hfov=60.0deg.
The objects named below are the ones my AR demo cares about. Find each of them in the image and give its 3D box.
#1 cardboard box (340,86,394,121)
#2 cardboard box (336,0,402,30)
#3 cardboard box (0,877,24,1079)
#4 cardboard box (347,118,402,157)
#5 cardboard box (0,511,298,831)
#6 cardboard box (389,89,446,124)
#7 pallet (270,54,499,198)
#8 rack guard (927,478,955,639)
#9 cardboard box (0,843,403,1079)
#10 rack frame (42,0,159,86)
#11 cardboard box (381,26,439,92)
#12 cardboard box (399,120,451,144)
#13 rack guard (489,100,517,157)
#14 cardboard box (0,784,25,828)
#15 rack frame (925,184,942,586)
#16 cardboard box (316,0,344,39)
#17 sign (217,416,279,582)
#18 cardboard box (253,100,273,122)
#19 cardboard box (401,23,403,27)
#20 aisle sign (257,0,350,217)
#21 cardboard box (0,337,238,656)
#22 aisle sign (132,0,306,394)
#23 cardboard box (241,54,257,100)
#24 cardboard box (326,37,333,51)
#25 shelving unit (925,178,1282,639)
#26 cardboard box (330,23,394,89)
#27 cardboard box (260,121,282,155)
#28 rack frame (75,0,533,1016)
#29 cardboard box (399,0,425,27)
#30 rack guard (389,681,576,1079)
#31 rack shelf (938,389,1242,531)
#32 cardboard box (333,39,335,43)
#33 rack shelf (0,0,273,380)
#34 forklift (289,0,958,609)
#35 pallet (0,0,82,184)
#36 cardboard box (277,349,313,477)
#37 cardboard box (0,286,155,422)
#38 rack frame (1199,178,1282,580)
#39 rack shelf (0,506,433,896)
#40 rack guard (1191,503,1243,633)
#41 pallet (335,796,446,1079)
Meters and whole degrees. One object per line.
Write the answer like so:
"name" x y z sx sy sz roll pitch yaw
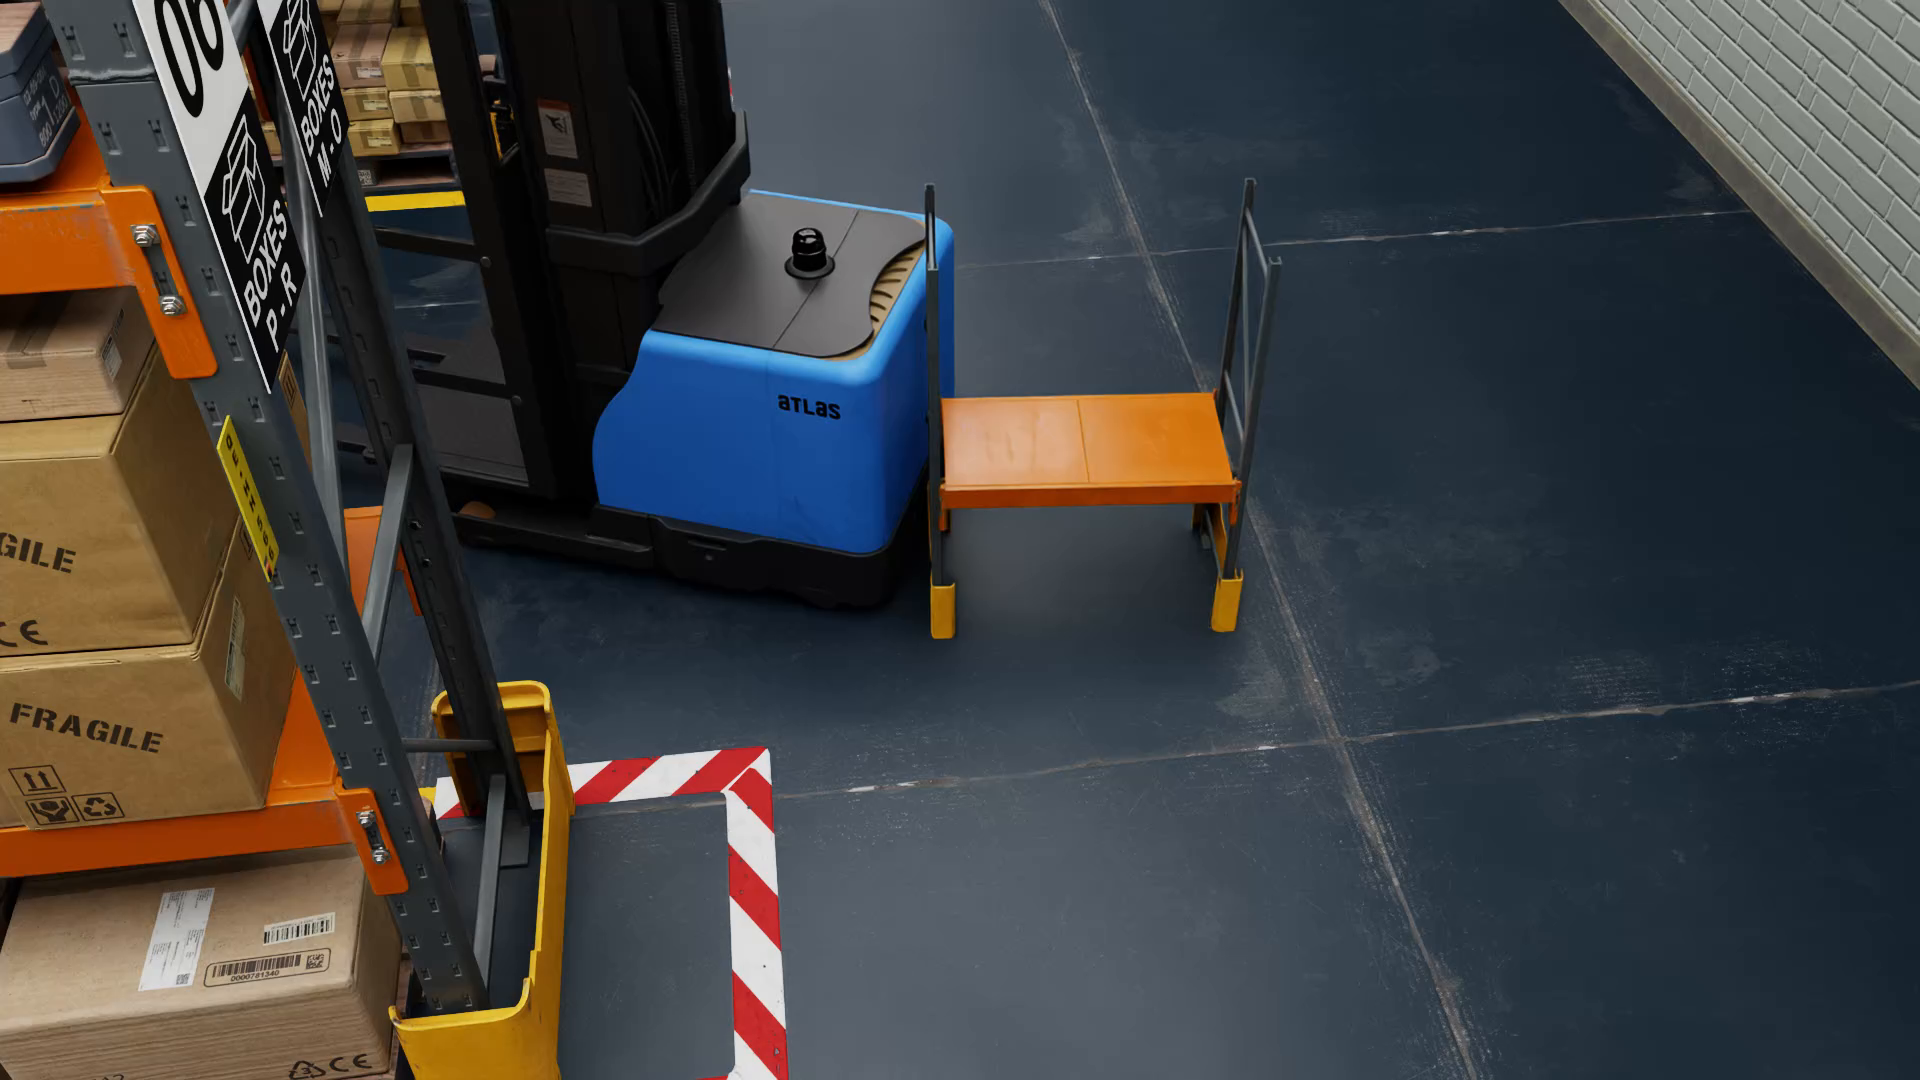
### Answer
"cardboard box" -2.854 -2.181 8.021 0.250 0.149 0.380 -6 42 -7
"cardboard box" -2.923 -2.590 8.253 0.250 0.149 0.380 -4 42 -5
"cardboard box" -2.907 1.087 4.404 0.875 0.438 0.875 -4 42 -4
"cardboard box" -2.838 -2.019 8.064 0.250 0.149 0.380 -4 42 -4
"cardboard box" -1.803 0.264 3.643 0.500 0.500 0.500 -5 42 -5
"cardboard box" -2.588 -2.168 8.007 0.250 0.149 0.380 -6 42 -7
"pallet" -2.987 -2.106 8.428 1.213 0.211 1.003 -5 42 -6
"rack guard" -0.068 0.060 5.997 0.087 0.250 0.587 -1 42 -1
"cardboard box" -2.001 1.002 4.499 0.875 0.438 0.875 -6 42 -7
"rack frame" -1.359 -2.145 1.909 0.127 3.000 1.000 -5 42 -6
"cardboard box" -2.594 -2.300 7.931 0.250 0.149 0.380 -5 42 -5
"cardboard box" -2.596 -2.109 8.163 0.250 0.149 0.380 -4 42 -5
"rack guard" -2.177 -2.261 8.383 0.348 0.500 1.175 -5 42 -6
"cardboard box" -2.303 0.297 3.606 0.500 0.500 0.500 -6 42 -6
"rack frame" -0.088 -0.403 5.577 0.032 1.500 0.500 -1 42 -1
"cardboard box" -3.189 -2.653 8.323 0.250 0.149 0.380 -5 42 -6
"sign" -1.303 -0.073 3.050 0.005 0.325 0.100 -5 42 -6
"cardboard box" -3.383 -2.167 8.005 0.250 0.149 0.380 -5 42 -6
"cardboard box" -2.933 -2.542 8.422 0.250 0.149 0.380 -5 42 -6
"aisle sign" -1.326 -1.081 3.268 0.004 0.787 0.394 -5 42 -6
"cardboard box" -1.807 -0.125 3.328 0.500 0.500 0.500 -4 42 -4
"aisle sign" -1.248 -0.683 2.826 0.004 0.787 0.394 -5 42 -6
"cardboard box" -3.355 -2.229 7.852 0.250 0.149 0.380 -7 42 -7
"cardboard box" -3.090 -2.209 7.830 0.250 0.149 0.380 -6 42 -6
"shelving unit" 0.430 -0.415 5.590 1.083 1.500 0.587 -1 42 -1
"cardboard box" -2.850 -2.316 7.949 0.250 0.149 0.380 -4 42 -5
"cardboard box" -3.354 -2.023 8.068 0.250 0.149 0.380 -5 42 -5
"rack frame" -1.359 0.083 3.918 0.127 3.000 1.000 -5 42 -6
"cardboard box" -2.665 -2.694 8.368 0.250 0.149 0.380 -7 42 -7
"rack guard" -1.336 1.009 4.758 0.348 0.500 1.175 -5 42 -6
"rack shelf" 0.420 -0.281 5.711 1.000 0.185 0.538 -1 42 -1
"cardboard box" -3.164 -2.462 8.333 0.250 0.149 0.380 -4 42 -5
"rack shelf" -3.343 -0.590 2.962 4.000 0.370 1.077 -5 42 -6
"forklift" -1.582 -1.396 5.609 3.031 2.935 1.130 11 43 12
"pallet" -2.094 -0.926 2.864 1.213 0.211 1.003 -5 42 -6
"cardboard box" -1.873 -0.103 4.050 0.500 0.500 0.500 -5 42 -6
"cardboard box" -1.689 -0.402 3.151 0.250 0.149 0.380 -4 42 -5
"rack frame" 0.929 -0.426 5.603 0.032 1.500 0.500 -1 42 -1
"rack shelf" -3.343 0.524 3.967 4.000 0.370 1.077 -5 42 -6
"rack guard" 0.927 0.038 6.021 0.087 0.250 0.587 -1 42 -1
"pallet" -2.142 1.240 4.718 1.213 0.211 1.003 -5 42 -6
